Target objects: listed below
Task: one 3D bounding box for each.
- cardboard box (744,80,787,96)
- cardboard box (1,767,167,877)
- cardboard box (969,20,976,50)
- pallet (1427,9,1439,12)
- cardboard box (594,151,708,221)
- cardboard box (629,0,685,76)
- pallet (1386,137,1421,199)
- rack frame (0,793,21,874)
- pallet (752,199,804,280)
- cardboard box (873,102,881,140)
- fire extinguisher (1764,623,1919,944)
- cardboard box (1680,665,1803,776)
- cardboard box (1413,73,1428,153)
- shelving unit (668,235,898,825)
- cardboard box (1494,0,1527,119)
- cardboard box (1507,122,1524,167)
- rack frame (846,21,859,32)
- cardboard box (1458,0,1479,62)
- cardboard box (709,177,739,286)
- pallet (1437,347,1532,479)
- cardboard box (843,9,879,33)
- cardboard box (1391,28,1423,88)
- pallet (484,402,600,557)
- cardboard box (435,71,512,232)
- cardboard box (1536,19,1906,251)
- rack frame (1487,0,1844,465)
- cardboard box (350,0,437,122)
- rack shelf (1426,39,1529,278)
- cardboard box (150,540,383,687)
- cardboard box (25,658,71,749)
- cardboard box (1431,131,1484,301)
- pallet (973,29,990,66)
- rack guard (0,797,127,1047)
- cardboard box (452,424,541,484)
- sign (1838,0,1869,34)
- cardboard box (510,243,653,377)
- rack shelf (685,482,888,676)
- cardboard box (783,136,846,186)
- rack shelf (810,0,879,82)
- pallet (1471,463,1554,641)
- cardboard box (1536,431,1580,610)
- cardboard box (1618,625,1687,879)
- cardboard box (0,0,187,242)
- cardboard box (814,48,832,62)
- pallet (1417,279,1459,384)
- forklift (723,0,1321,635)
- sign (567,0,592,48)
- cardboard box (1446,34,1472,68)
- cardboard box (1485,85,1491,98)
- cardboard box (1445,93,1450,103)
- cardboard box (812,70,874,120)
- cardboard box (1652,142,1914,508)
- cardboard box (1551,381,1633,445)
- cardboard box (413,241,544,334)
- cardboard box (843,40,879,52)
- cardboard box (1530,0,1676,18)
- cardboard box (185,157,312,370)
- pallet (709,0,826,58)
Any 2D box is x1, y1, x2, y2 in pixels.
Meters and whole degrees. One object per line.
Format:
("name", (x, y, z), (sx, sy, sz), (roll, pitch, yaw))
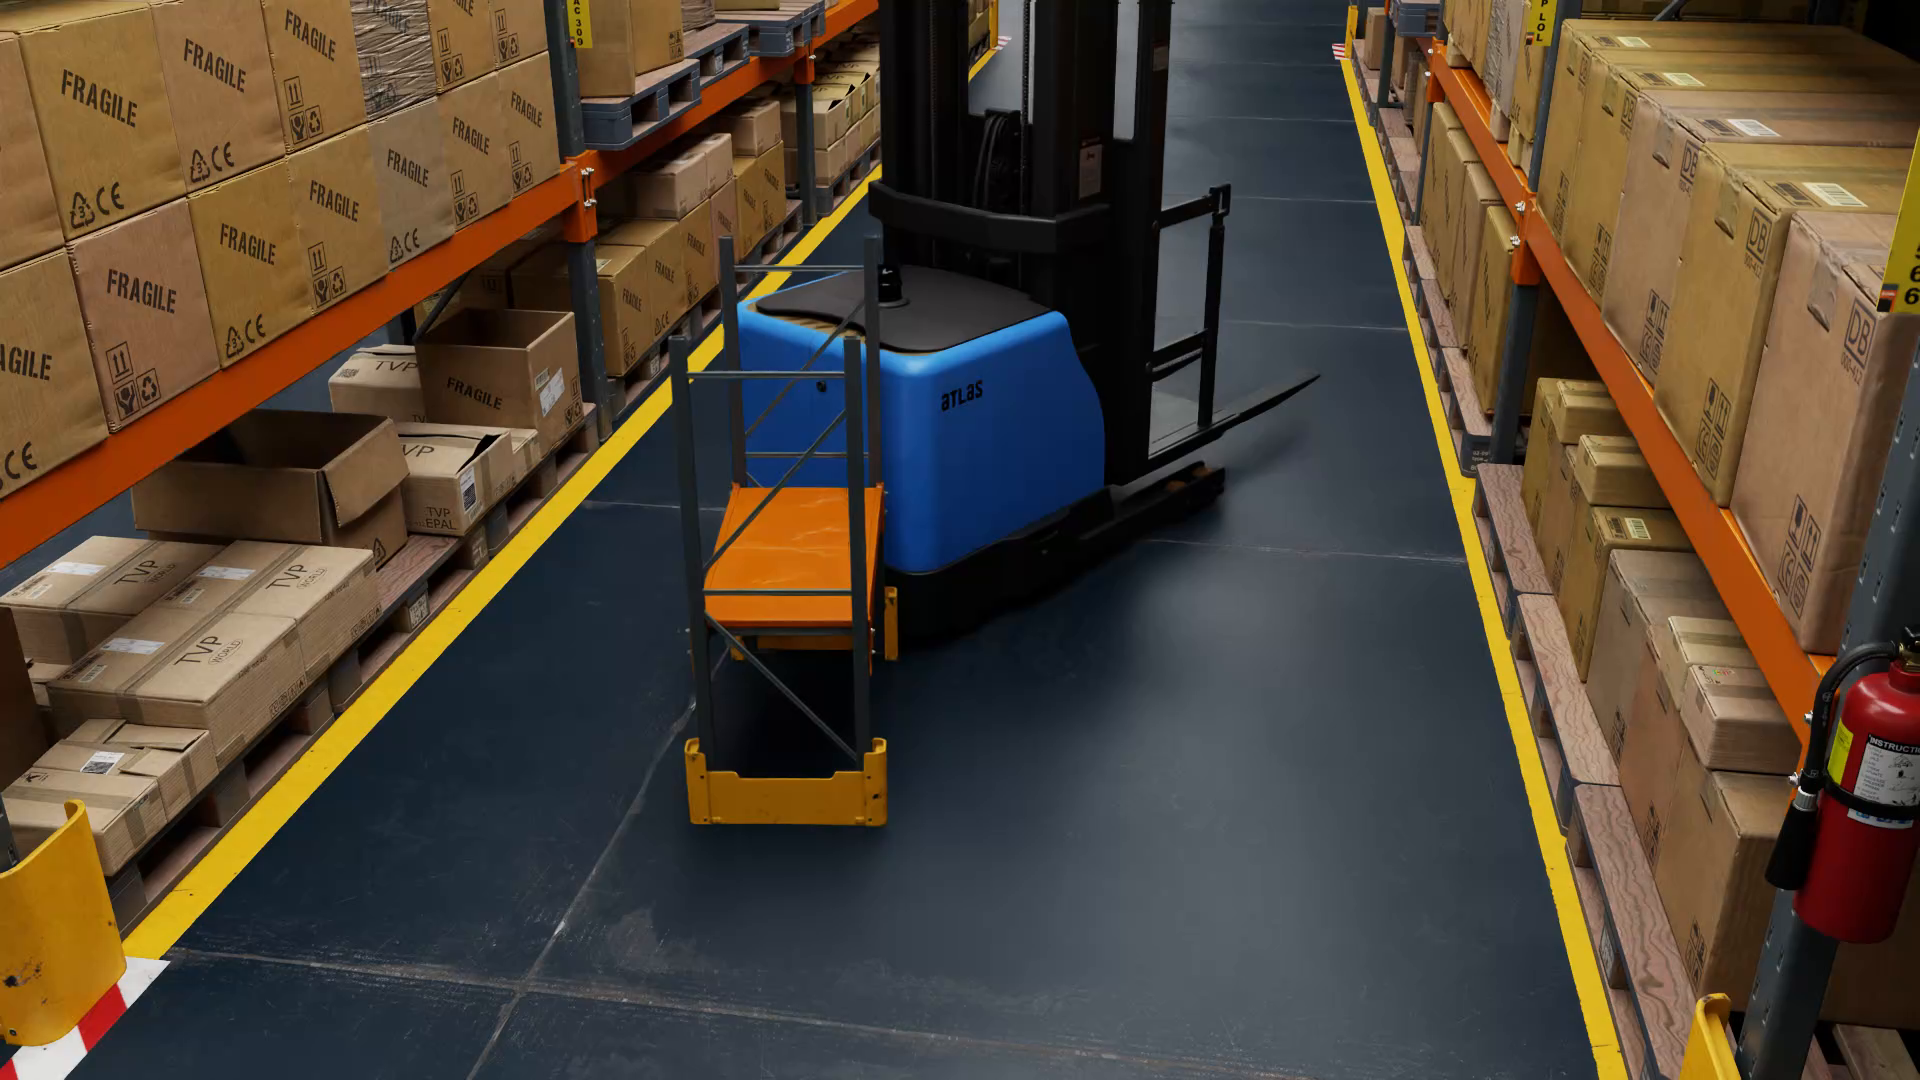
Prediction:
("cardboard box", (-1.558, -3.188, 12.109), (0.500, 0.311, 0.500), (4, 25, 8))
("cardboard box", (-2.379, 0.751, 4.450), (0.380, 0.149, 0.250), (4, 25, 9))
("cardboard box", (-0.117, -5.162, 16.987), (0.500, 0.250, 0.500), (4, 25, 9))
("pallet", (3.692, -3.937, 11.849), (1.003, 0.211, 1.213), (4, 25, 9))
("cardboard box", (-1.650, -1.873, 8.757), (0.500, 0.250, 0.500), (4, 25, 9))
("cardboard box", (-1.785, -2.572, 8.094), (0.700, 0.500, 0.500), (8, 26, 17))
("pallet", (3.740, -2.766, 12.410), (1.003, 0.211, 1.213), (4, 25, 9))
("rack frame", (-2.786, -0.189, 3.616), (1.000, 3.000, 0.127), (4, 25, 9))
("pallet", (-1.638, -1.962, 10.694), (1.003, 0.211, 1.213), (4, 25, 9))
("cardboard box", (-0.859, -3.321, 13.055), (0.500, 0.250, 0.500), (5, 25, 10))
("fire extinguisher", (1.622, 0.388, 2.915), (0.296, 0.674, 0.183), (4, 25, 9))
("cardboard box", (1.958, 0.435, 3.971), (0.380, 0.149, 0.250), (4, 25, 8))
("cardboard box", (3.801, -3.194, 12.466), (0.700, 0.500, 0.500), (4, 25, 9))
("shelving unit", (-0.512, -0.061, 5.112), (0.587, 1.500, 1.083), (0, 25, 0))
("cardboard box", (2.656, -2.134, 7.279), (0.500, 0.500, 0.500), (4, 25, 9))
("cardboard box", (2.549, -1.684, 7.082), (0.380, 0.149, 0.250), (4, 25, 9))
("rack frame", (-0.825, -5.208, 14.338), (1.000, 3.000, 0.127), (4, 25, 9))
("cardboard box", (2.900, -2.771, 8.640), (0.500, 0.500, 0.500), (4, 25, 8))
("cardboard box", (-1.565, -1.758, 9.398), (0.500, 0.500, 0.500), (3, 25, 7))
("pallet", (2.807, -0.585, 7.752), (1.003, 0.211, 1.213), (4, 25, 9))
("cardboard box", (-0.872, -4.910, 15.565), (0.500, 0.500, 0.500), (4, 25, 9))
("cardboard box", (4.193, -4.370, 14.978), (0.500, 0.500, 0.500), (2, 25, 5))
("pallet", (-2.246, -0.312, 7.168), (1.003, 0.211, 1.213), (4, 25, 9))
("cardboard box", (-2.044, -1.465, 6.223), (0.500, 0.500, 0.500), (5, 25, 10))
("cardboard box", (2.650, -1.431, 5.914), (0.980, 0.700, 0.700), (4, 25, 9))
("rack frame", (2.755, -1.520, 6.460), (1.000, 3.000, 0.127), (4, 25, 9))
("cardboard box", (-2.123, -1.706, 5.558), (0.500, 0.500, 0.500), (4, 25, 9))
("rack shelf", (3.082, -2.031, 8.399), (1.077, 0.370, 4.000), (4, 25, 9))
("cardboard box", (-2.254, 0.231, 5.443), (0.500, 0.250, 0.500), (4, 25, 9))
("cardboard box", (-2.785, 0.487, 4.994), (0.380, 0.166, 0.250), (4, 25, 9))
("cardboard box", (3.010, -1.746, 8.981), (0.750, 0.750, 0.750), (4, 25, 8))
("pallet", (-0.255, -5.295, 17.814), (1.003, 0.211, 1.213), (4, 25, 9))
("rack guard", (-2.774, 0.911, 4.214), (1.175, 0.500, 0.348), (4, 25, 9))
("cardboard box", (-1.948, -0.351, 6.806), (0.380, 0.149, 0.250), (4, 25, 9))
("sign", (3.303, -1.911, 6.179), (0.100, 0.325, 0.005), (4, 25, 9))
("cardboard box", (-1.813, -1.115, 8.023), (0.500, 0.500, 0.500), (3, 25, 6))
("rack shelf", (-0.512, 0.098, 5.197), (0.538, 0.185, 1.000), (0, 25, 0))
("cardboard box", (-1.103, -2.679, 11.682), (0.500, 0.250, 0.500), (4, 25, 8))
("rack shelf", (-1.152, -4.046, 12.703), (1.077, 0.370, 4.000), (4, 25, 9))
("pallet", (2.554, 0.055, 6.383), (1.003, 0.211, 1.213), (4, 25, 9))
("cardboard box", (2.446, -0.063, 5.799), (0.700, 0.500, 0.500), (4, 25, 8))
("cardboard box", (2.199, 0.585, 4.414), (0.700, 0.500, 0.500), (4, 25, 8))
("cardboard box", (-2.376, -1.074, 4.208), (0.500, 0.500, 0.500), (4, 25, 9))
("cardboard box", (-1.309, -3.826, 13.471), (0.500, 0.311, 0.500), (3, 25, 7))
("pallet", (3.004, -1.097, 8.845), (1.003, 0.211, 1.213), (4, 25, 9))
("forklift", (0.474, -1.536, 6.575), (1.130, 2.935, 3.031), (20, 32, 37))
("sign", (-1.596, -2.220, 6.933), (0.100, 0.325, 0.005), (4, 25, 9))
("cardboard box", (2.950, -2.757, 9.374), (0.380, 0.149, 0.250), (5, 26, 10))
("cardboard box", (2.887, -2.325, 8.451), (0.380, 0.149, 0.250), (4, 25, 9))
("cardboard box", (3.630, -3.139, 11.463), (0.500, 0.250, 0.500), (4, 25, 10))
("cardboard box", (-0.940, -3.366, 12.489), (0.500, 0.311, 0.500), (3, 25, 7))
("cardboard box", (2.283, -0.502, 3.931), (0.980, 0.700, 0.700), (4, 25, 8))
("cardboard box", (2.296, -0.436, 5.831), (0.380, 0.149, 0.250), (5, 26, 10))
("cardboard box", (-2.335, -1.155, 8.110), (0.500, 0.500, 0.500), (4, 25, 8))
("cardboard box", (-0.687, -4.000, 13.843), (0.500, 0.311, 0.500), (5, 25, 10))
("cardboard box", (2.579, -2.262, 6.668), (0.500, 0.250, 0.500), (5, 25, 10))
("cardboard box", (-2.290, -0.828, 4.862), (0.500, 0.500, 0.500), (4, 25, 8))
("pallet", (-1.520, -3.160, 10.189), (1.213, 0.211, 1.003), (4, 25, 9))
